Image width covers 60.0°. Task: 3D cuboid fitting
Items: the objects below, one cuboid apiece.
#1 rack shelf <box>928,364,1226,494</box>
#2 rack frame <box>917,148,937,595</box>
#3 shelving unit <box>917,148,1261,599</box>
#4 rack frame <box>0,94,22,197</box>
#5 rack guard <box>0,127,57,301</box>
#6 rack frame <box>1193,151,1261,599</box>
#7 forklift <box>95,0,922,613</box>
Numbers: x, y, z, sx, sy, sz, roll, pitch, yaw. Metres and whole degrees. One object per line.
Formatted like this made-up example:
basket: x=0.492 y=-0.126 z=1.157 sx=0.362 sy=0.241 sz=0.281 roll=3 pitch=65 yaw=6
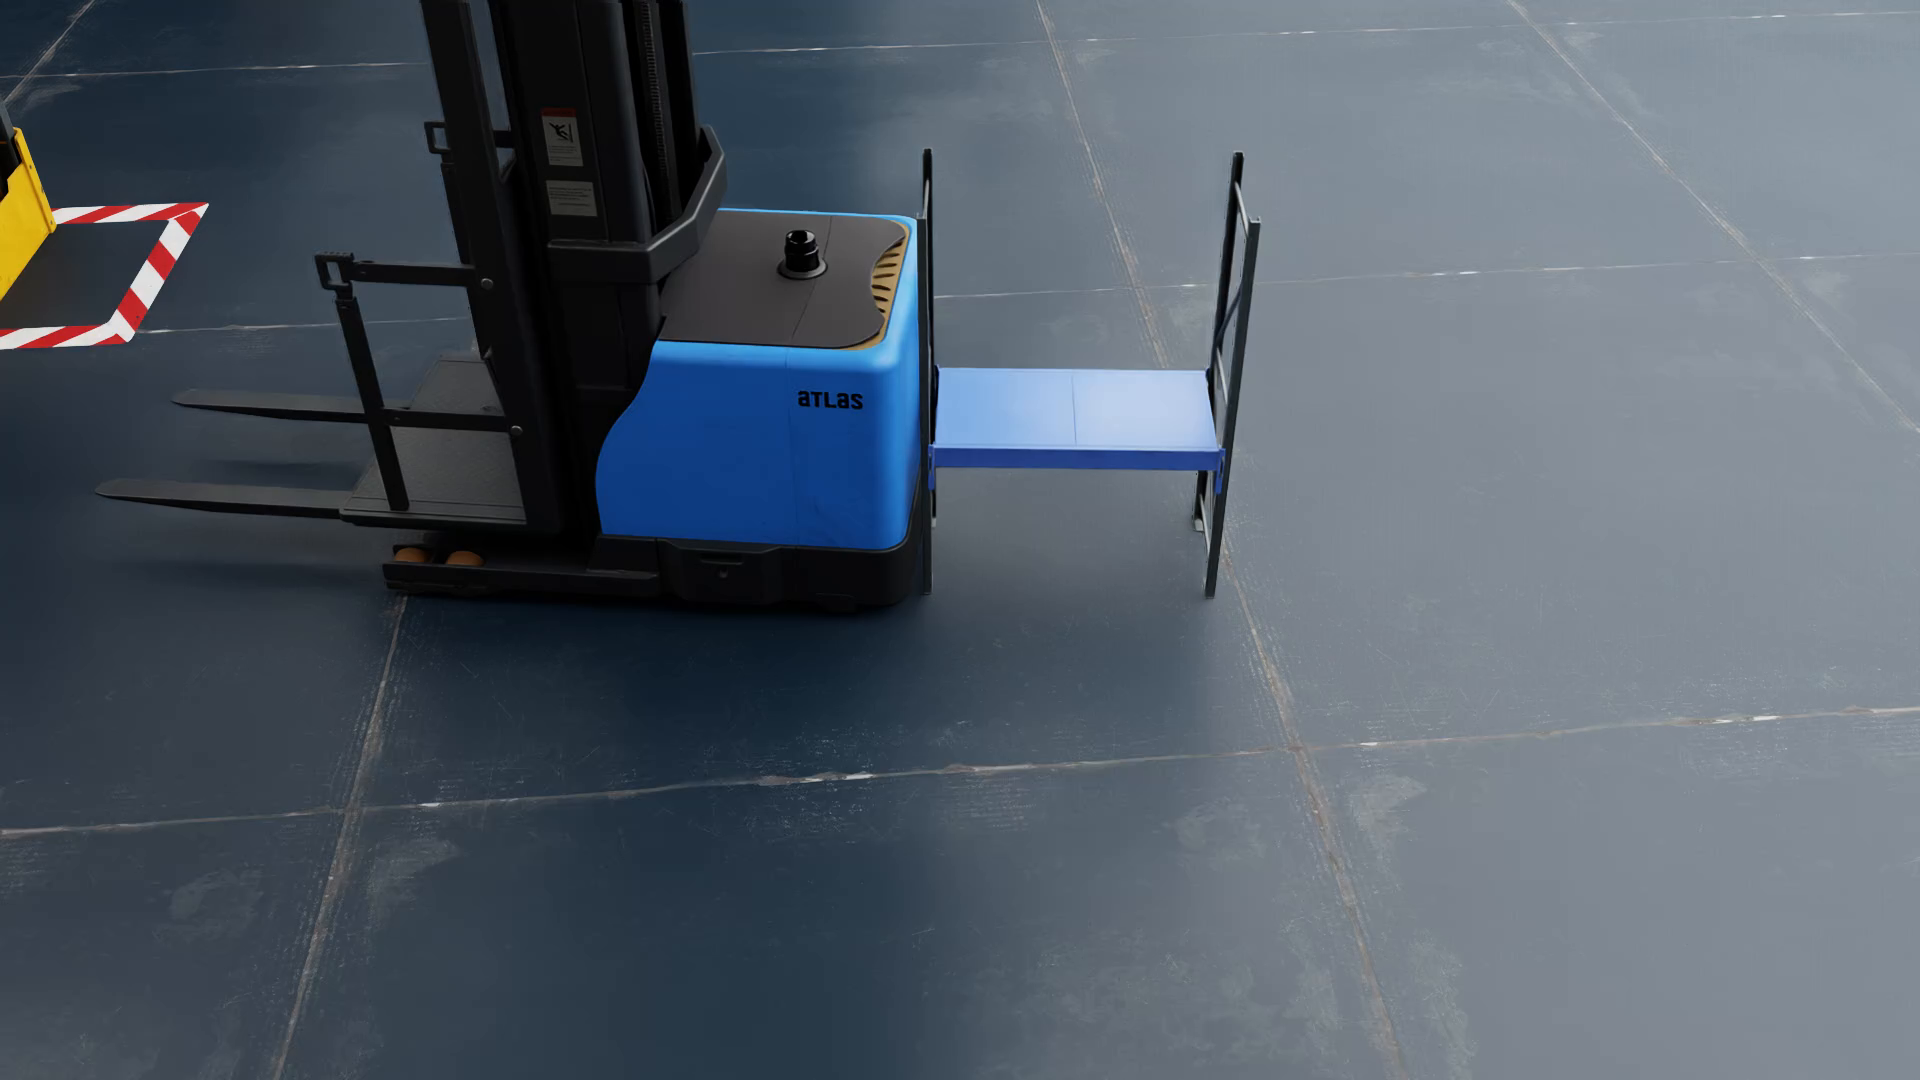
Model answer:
rack shelf: x=0.397 y=-0.396 z=5.831 sx=1.000 sy=0.185 sz=0.538 roll=1 pitch=38 yaw=1
rack frame: x=-0.112 y=-0.544 z=5.729 sx=0.032 sy=1.500 sz=0.500 roll=1 pitch=38 yaw=1
shelving unit: x=0.397 y=-0.537 z=5.720 sx=1.048 sy=1.500 sz=0.538 roll=1 pitch=38 yaw=1
rack frame: x=-4.514 y=-2.423 z=6.899 sx=0.127 sy=3.000 sz=1.000 roll=-3 pitch=38 yaw=-4
rack guard: x=-4.585 y=-1.408 z=7.631 sx=0.348 sy=0.500 sz=1.175 roll=-3 pitch=38 yaw=-4
rack frame: x=0.905 y=-0.530 z=5.711 sx=0.032 sy=1.500 sz=0.500 roll=1 pitch=38 yaw=1
forklift: x=-1.645 y=-1.268 z=5.491 sx=3.031 sy=2.935 sz=1.130 roll=3 pitch=38 yaw=4
